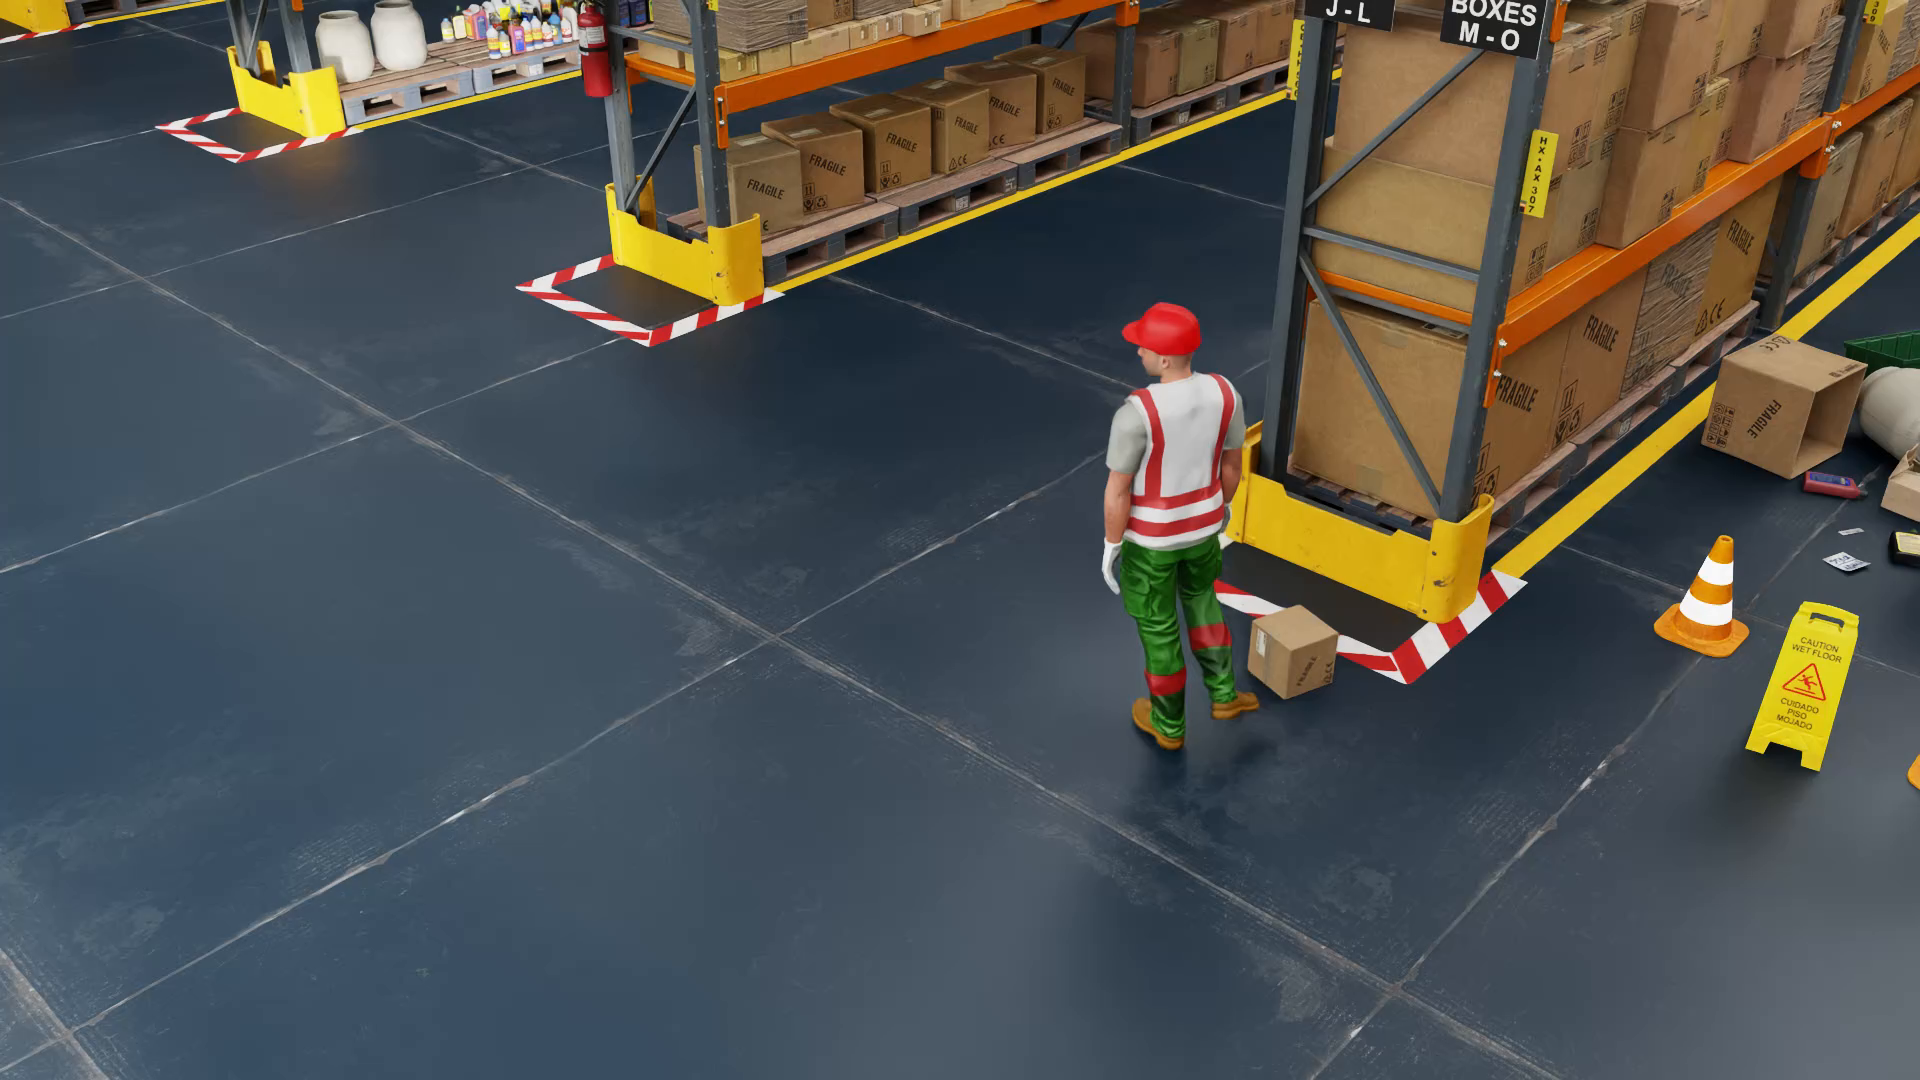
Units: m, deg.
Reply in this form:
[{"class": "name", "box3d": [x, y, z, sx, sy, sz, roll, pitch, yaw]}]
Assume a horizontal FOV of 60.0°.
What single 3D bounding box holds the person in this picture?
[{"class": "person", "box3d": [0.827, -0.025, 6.115, 0.691, 1.779, 0.454, -13, 33, -20]}]
